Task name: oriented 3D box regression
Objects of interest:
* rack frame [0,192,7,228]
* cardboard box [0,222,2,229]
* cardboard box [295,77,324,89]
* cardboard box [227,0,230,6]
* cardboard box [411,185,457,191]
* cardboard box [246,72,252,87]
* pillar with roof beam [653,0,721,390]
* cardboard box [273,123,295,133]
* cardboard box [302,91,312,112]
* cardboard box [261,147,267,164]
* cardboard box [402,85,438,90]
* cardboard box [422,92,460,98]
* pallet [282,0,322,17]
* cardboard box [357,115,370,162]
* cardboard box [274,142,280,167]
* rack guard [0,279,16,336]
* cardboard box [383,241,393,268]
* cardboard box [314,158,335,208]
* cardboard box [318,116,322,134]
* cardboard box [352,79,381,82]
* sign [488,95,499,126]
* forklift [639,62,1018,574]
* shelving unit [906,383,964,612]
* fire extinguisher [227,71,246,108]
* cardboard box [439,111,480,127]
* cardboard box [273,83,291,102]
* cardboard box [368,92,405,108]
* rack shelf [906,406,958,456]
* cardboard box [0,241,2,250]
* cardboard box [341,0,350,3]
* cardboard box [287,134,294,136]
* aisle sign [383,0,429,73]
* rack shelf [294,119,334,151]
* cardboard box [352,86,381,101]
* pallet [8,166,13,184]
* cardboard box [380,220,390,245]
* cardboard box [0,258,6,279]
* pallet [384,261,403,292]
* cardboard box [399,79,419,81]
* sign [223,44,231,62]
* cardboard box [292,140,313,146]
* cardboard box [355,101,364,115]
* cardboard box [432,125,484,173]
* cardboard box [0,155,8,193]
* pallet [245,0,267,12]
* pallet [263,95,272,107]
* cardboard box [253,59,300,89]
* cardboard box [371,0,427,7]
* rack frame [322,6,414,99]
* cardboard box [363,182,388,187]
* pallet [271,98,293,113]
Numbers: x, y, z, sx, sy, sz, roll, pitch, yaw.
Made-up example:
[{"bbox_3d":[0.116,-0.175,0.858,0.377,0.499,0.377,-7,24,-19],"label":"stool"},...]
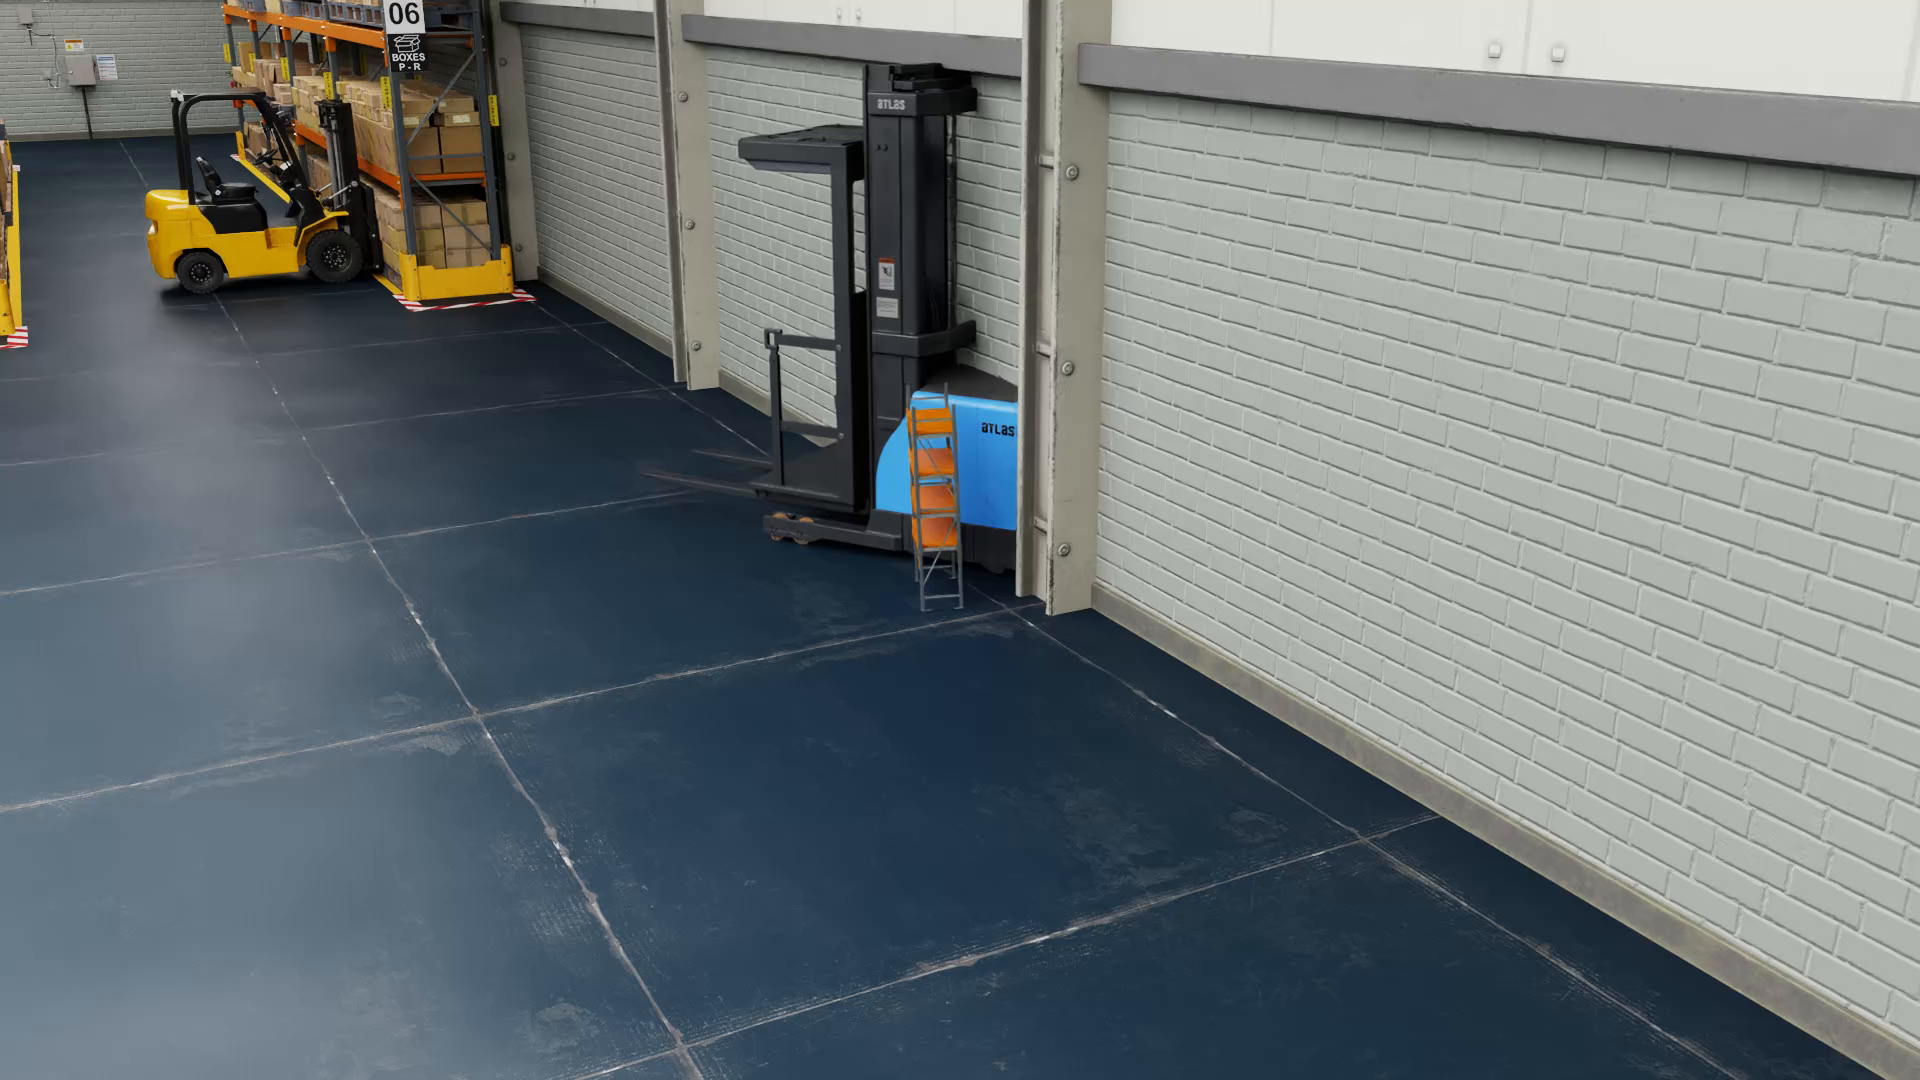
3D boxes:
[{"bbox_3d":[-13.775,-5.702,22.558,1.000,3.000,0.127,-10,21,-27],"label":"rack frame"},{"bbox_3d":[-12.803,-4.066,21.200,0.950,0.372,0.625,-9,21,-25],"label":"cardboard box"},{"bbox_3d":[-9.388,-6.612,24.048,0.380,0.149,0.250,-9,21,-25],"label":"cardboard box"},{"bbox_3d":[-12.978,-9.705,29.946,0.380,0.149,0.250,-9,21,-25],"label":"cardboard box"},{"bbox_3d":[-6.377,-4.150,20.100,0.500,0.250,0.500,-10,22,-28],"label":"cardboard box"},{"bbox_3d":[-12.240,-8.085,29.238,0.500,0.250,0.500,-10,21,-27],"label":"cardboard box"},{"bbox_3d":[-6.086,-4.962,11.215,9.100,9.000,0.400,-10,21,-27],"label":"pillar with roof beam"},{"bbox_3d":[-11.206,-6.873,27.689,0.380,0.149,0.250,-11,22,-29],"label":"cardboard box"},{"bbox_3d":[-8.943,-6.175,23.393,0.500,0.250,0.500,-11,22,-28],"label":"cardboard box"},{"bbox_3d":[-12.000,-6.743,29.123,0.396,0.266,0.258,-9,21,-25],"label":"cardboard box"},{"bbox_3d":[-6.512,-5.401,20.081,0.380,0.149,0.250,-10,22,-27],"label":"cardboard box"},{"bbox_3d":[-5.918,-5.027,18.997,0.380,0.149,0.250,-10,21,-26],"label":"cardboard box"},{"bbox_3d":[-9.007,-7.620,23.806,1.213,0.211,1.003,-9,21,-24],"label":"pallet"},{"bbox_3d":[-6.805,-4.763,19.684,0.500,0.500,0.500,-10,21,-26],"label":"cardboard box"},{"bbox_3d":[-11.015,-6.312,27.514,0.500,0.500,0.500,-10,22,-27],"label":"cardboard box"},{"bbox_3d":[-10.012,-2.246,16.373,1.175,0.500,0.348,-10,21,-27],"label":"rack guard"},{"bbox_3d":[-6.339,-3.304,19.181,0.500,0.250,0.500,-10,21,-27],"label":"cardboard box"},{"bbox_3d":[-8.807,-5.181,24.043,0.875,0.625,0.625,-9,21,-25],"label":"cardboard box"},{"bbox_3d":[-8.431,-5.648,22.630,0.500,0.250,0.500,-10,21,-26],"label":"cardboard box"},{"bbox_3d":[-8.358,-6.417,23.481,0.380,0.149,0.250,-10,22,-28],"label":"cardboard box"},{"bbox_3d":[-5.118,-4.706,18.224,0.100,0.325,0.005,-10,21,-27],"label":"sign"},{"bbox_3d":[-0.683,-1.501,10.488,3.031,2.935,1.130,10,21,26],"label":"forklift"},{"bbox_3d":[-0.145,-0.247,9.492,0.258,1.200,0.503,-4,19,-4],"label":"shelving unit"},{"bbox_3d":[-13.684,-8.526,31.433,0.296,0.674,0.183,-10,21,-27],"label":"fire extinguisher"},{"bbox_3d":[-5.542,-4.667,18.410,0.380,0.149,0.250,-11,22,-28],"label":"cardboard box"},{"bbox_3d":[-10.194,-6.852,25.477,0.500,0.250,0.500,-11,22,-29],"label":"cardboard box"},{"bbox_3d":[-6.532,-5.018,18.971,0.380,0.149,0.250,-9,21,-25],"label":"cardboard box"},{"bbox_3d":[-0.160,-0.618,9.363,0.258,0.148,0.480,-4,19,-4],"label":"rack shelf"},{"bbox_3d":[-10.872,-3.387,18.270,0.500,0.500,0.500,-9,21,-24],"label":"cardboard box"},{"bbox_3d":[-7.071,-6.451,19.538,0.396,0.266,0.258,-11,22,-28],"label":"cardboard box"},{"bbox_3d":[-10.898,-6.584,27.306,0.380,0.149,0.250,-10,22,-28],"label":"cardboard box"},{"bbox_3d":[-5.837,-5.340,17.523,0.394,0.787,0.004,-10,21,-27],"label":"aisle sign"},{"bbox_3d":[-8.459,-5.558,23.243,1.077,0.370,4.000,-10,21,-27],"label":"rack shelf"},{"bbox_3d":[-7.107,-5.388,20.043,0.380,0.149,0.250,-10,22,-28],"label":"cardboard box"},{"bbox_3d":[-16.550,-6.113,28.024,1.003,0.211,1.213,-10,21,-27],"label":"pallet"},{"bbox_3d":[-6.344,-3.548,19.119,0.500,0.250,0.500,-10,22,-27],"label":"cardboard box"},{"bbox_3d":[-10.622,-2.881,17.954,0.500,0.250,0.500,-8,21,-23],"label":"cardboard box"},{"bbox_3d":[-6.010,-3.070,19.206,1.003,0.211,1.213,-10,21,-27],"label":"pallet"},{"bbox_3d":[-7.091,-5.773,21.161,0.380,0.149,0.250,-10,21,-27],"label":"cardboard box"},{"bbox_3d":[-13.685,-9.094,31.060,0.100,0.325,0.005,-10,21,-27],"label":"sign"},{"bbox_3d":[-10.313,-6.208,26.219,0.380,0.149,0.250,-10,22,-27],"label":"cardboard box"},{"bbox_3d":[-7.007,-5.174,19.878,0.380,0.149,0.250,-11,22,-28],"label":"cardboard box"},{"bbox_3d":[-5.600,-4.408,18.654,0.500,0.500,0.500,-9,21,-25],"label":"cardboard box"},{"bbox_3d":[-14.874,-5.621,24.936,0.875,0.875,0.875,-9,21,-25],"label":"cardboard box"},{"bbox_3d":[-10.565,-8.454,26.223,1.213,0.211,1.003,-10,21,-27],"label":"pallet"},{"bbox_3d":[-11.024,-7.283,27.434,1.003,0.211,1.213,-10,21,-27],"label":"pallet"},{"bbox_3d":[-11.275,-7.693,27.529,0.700,0.500,0.500,-9,21,-25],"label":"cardboard box"},{"bbox_3d":[-6.034,-5.976,17.802,0.500,0.500,0.500,-9,21,-25],"label":"cardboard box"},{"bbox_3d":[-7.509,-5.324,21.461,1.000,3.000,0.127,-10,21,-27],"label":"rack frame"},{"bbox_3d":[-7.075,-4.218,20.296,0.500,0.250,0.500,-9,21,-25],"label":"cardboard box"},{"bbox_3d":[-10.336,-6.939,26.436,1.003,0.211,1.213,-10,21,-27],"label":"pallet"}]
